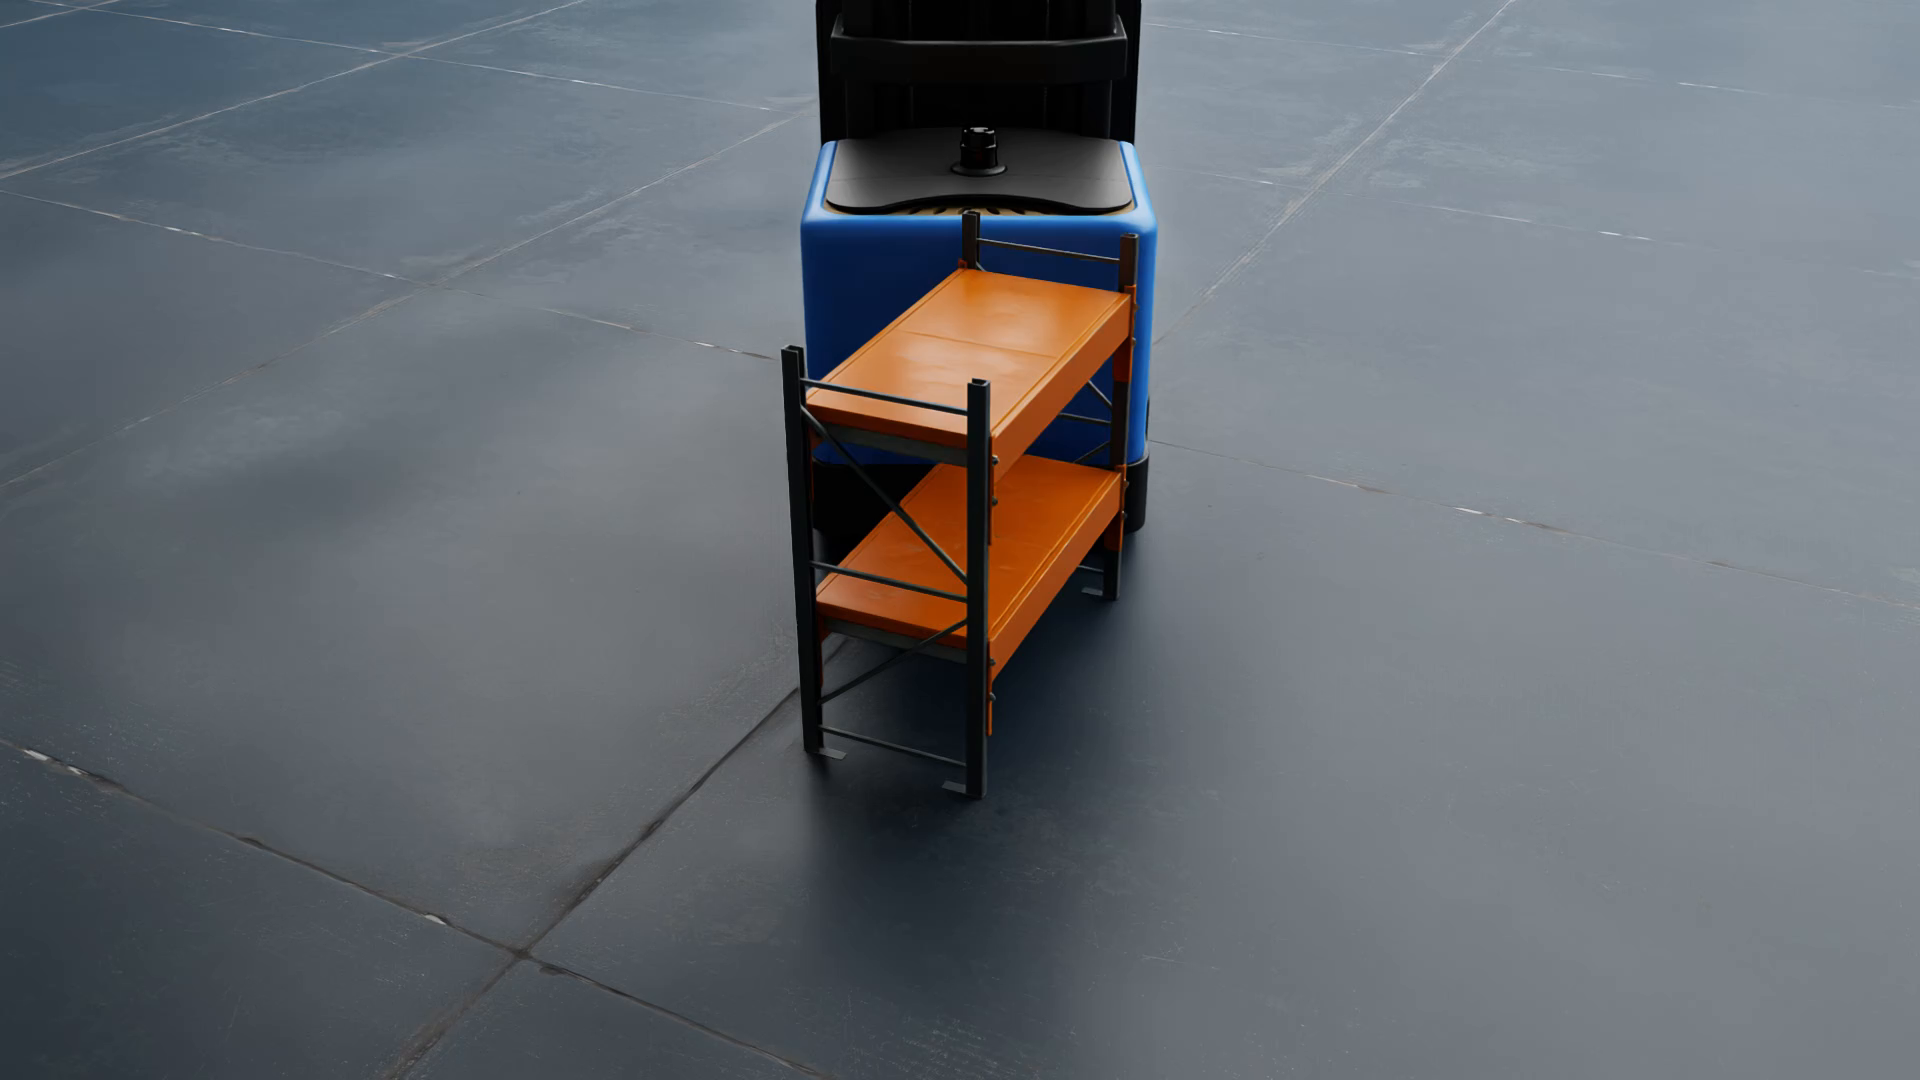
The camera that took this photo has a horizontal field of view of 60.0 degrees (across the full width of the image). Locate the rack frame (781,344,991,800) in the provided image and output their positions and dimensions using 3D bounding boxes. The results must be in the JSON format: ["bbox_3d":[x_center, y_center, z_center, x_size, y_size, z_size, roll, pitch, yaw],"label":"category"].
[{"bbox_3d":[-0.168,0.101,3.944,0.500,1.125,0.032,12,32,20],"label":"rack frame"}]

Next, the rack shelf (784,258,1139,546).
[{"bbox_3d":[0.036,-0.384,4.202,0.538,0.278,1.000,12,32,20],"label":"rack shelf"}]

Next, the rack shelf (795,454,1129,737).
[{"bbox_3d":[0.036,0.081,4.470,0.538,0.278,1.000,12,32,20],"label":"rack shelf"}]

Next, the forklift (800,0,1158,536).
[{"bbox_3d":[0.062,-1.975,5.745,1.130,2.935,3.031,0,30,0],"label":"forklift"}]

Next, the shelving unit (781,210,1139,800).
[{"bbox_3d":[0.036,-0.131,4.348,0.538,1.125,1.048,12,32,20],"label":"shelving unit"}]

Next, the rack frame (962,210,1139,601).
[{"bbox_3d":[0.240,-0.362,4.752,0.500,1.125,0.032,12,32,20],"label":"rack frame"}]
